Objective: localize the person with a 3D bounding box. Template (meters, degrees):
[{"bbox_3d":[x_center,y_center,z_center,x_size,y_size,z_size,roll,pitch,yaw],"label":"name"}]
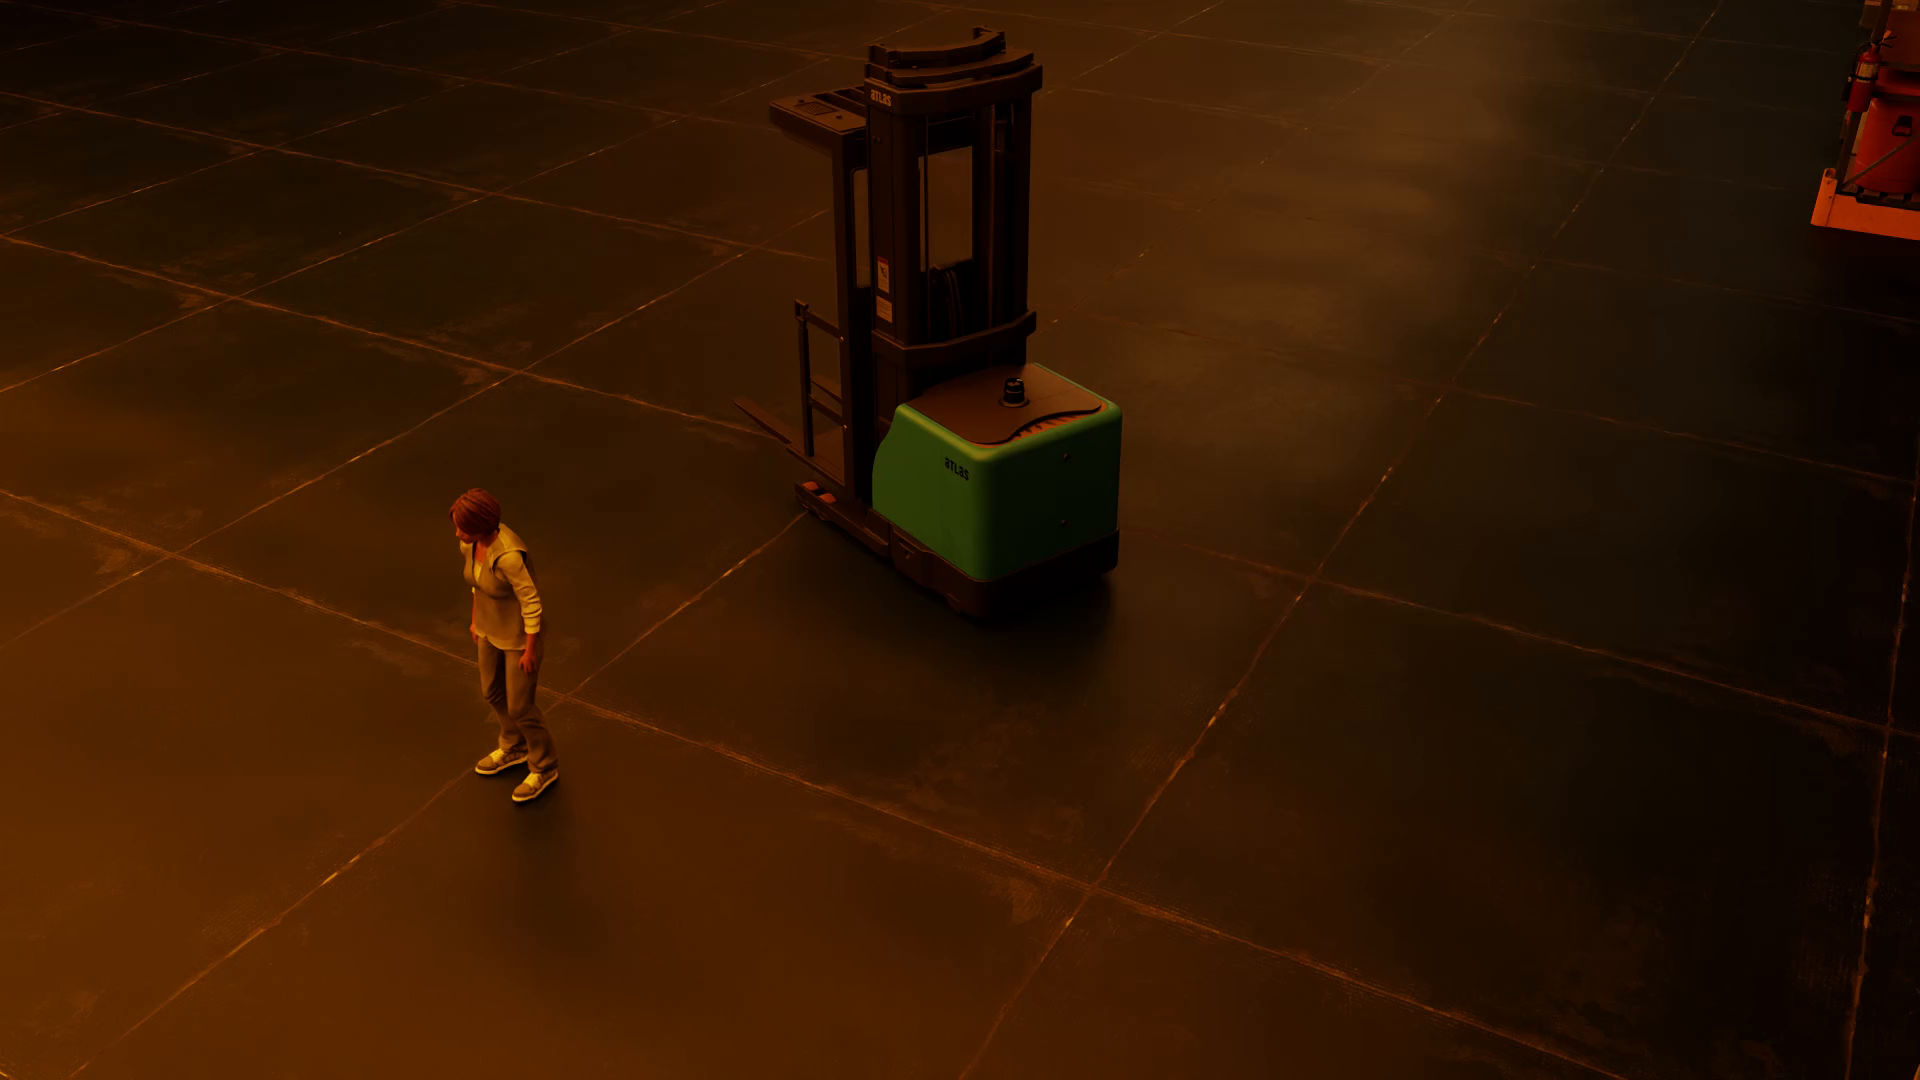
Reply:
[{"bbox_3d":[-2.080,0.454,7.627,0.463,1.590,0.347,24,38,35],"label":"person"}]

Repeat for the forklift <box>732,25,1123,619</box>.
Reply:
[{"bbox_3d":[-0.367,-1.518,9.701,1.130,2.935,3.031,-20,36,-31],"label":"forklift"}]
